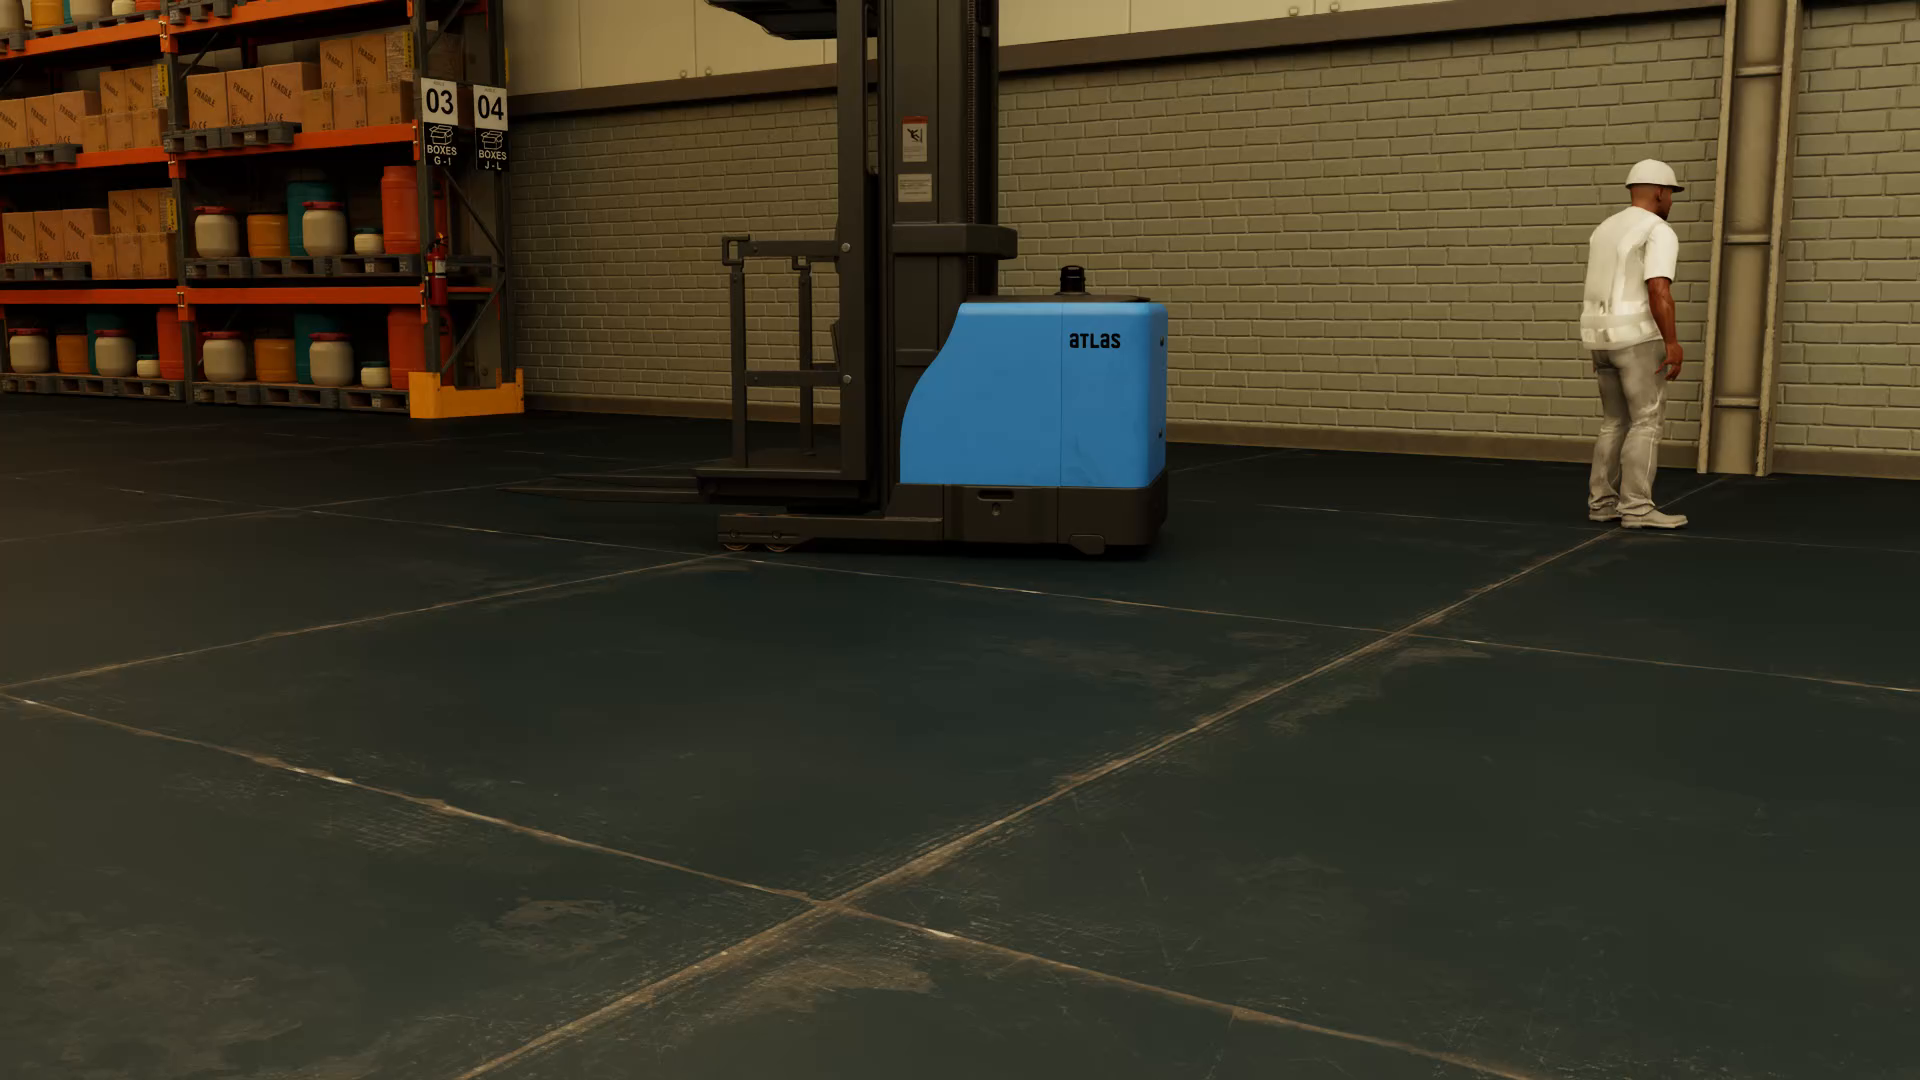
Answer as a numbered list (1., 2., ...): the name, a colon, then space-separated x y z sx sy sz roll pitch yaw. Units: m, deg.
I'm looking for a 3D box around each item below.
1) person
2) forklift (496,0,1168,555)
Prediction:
1. person: 3.275 -0.954 8.079 0.461 1.759 0.631 -2 8 -12
2. forklift: -0.596 -1.469 7.520 3.031 2.935 1.130 2 8 12
